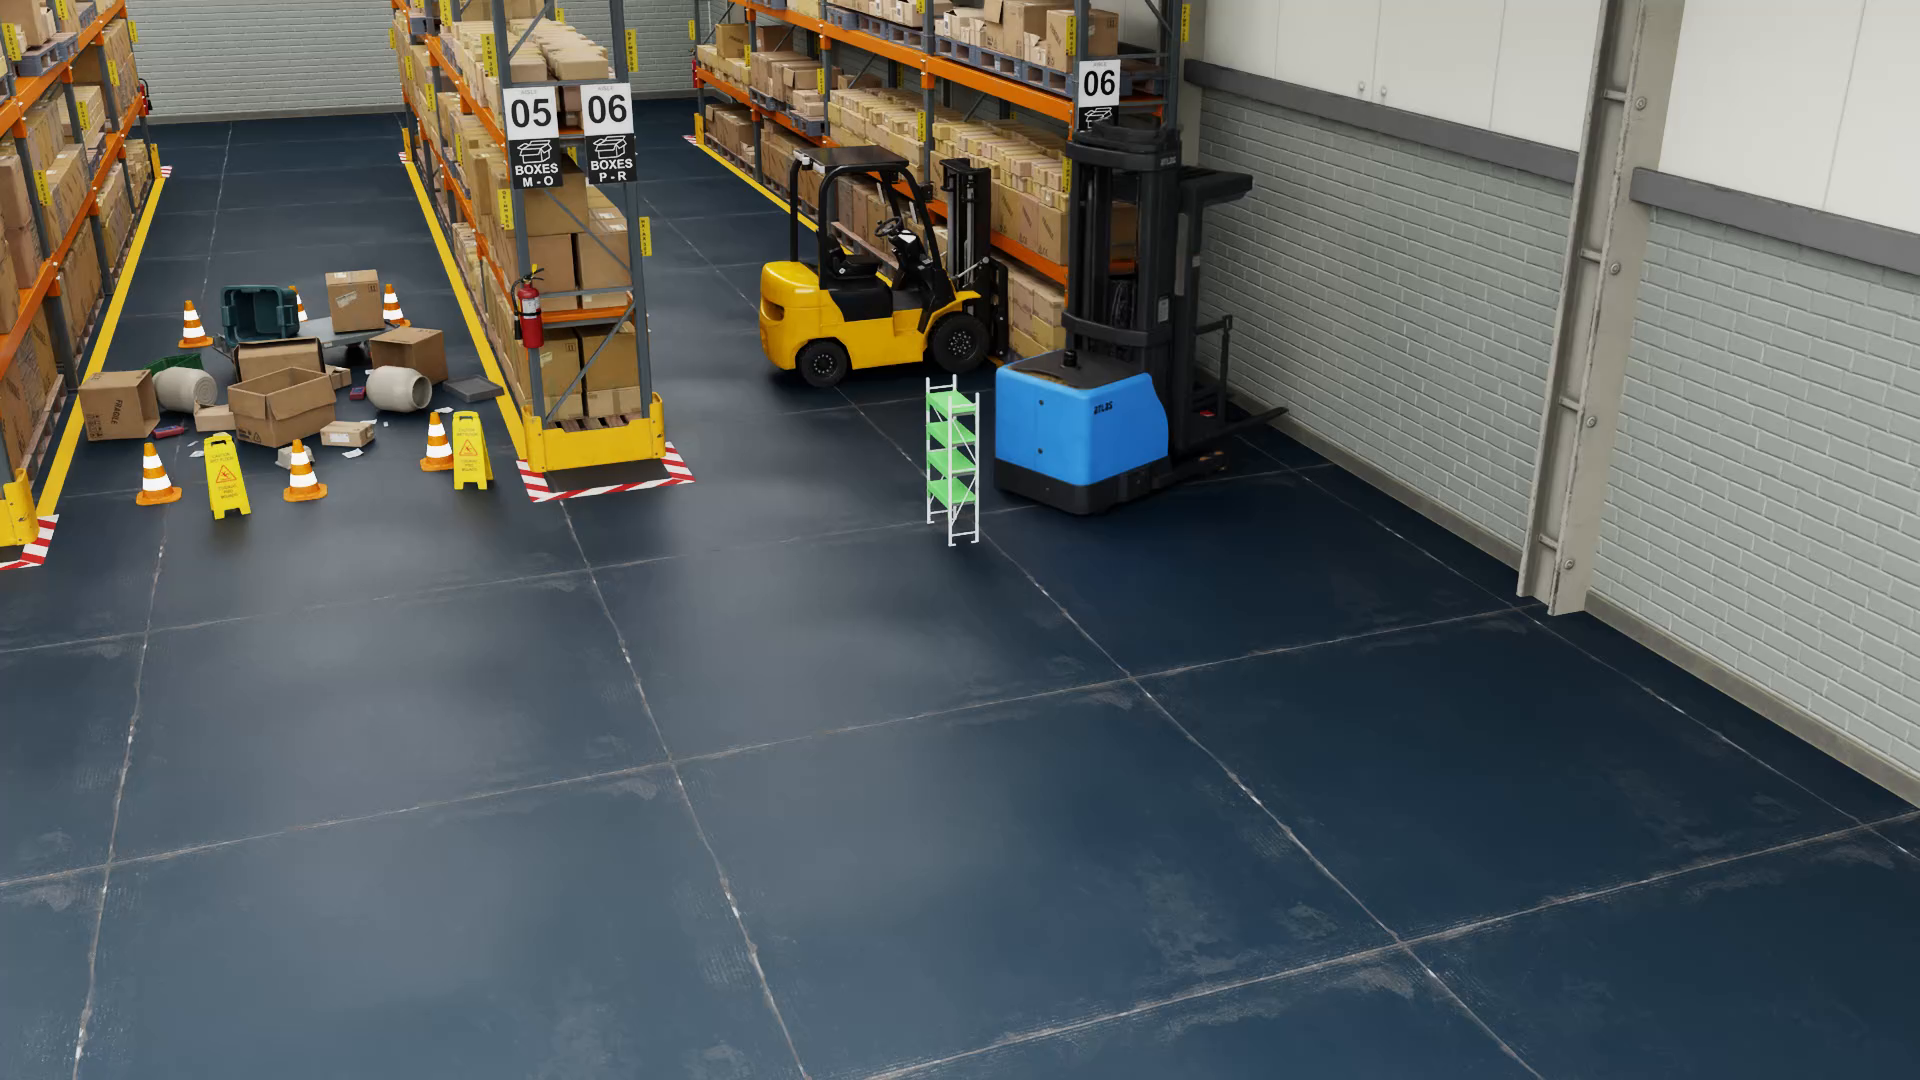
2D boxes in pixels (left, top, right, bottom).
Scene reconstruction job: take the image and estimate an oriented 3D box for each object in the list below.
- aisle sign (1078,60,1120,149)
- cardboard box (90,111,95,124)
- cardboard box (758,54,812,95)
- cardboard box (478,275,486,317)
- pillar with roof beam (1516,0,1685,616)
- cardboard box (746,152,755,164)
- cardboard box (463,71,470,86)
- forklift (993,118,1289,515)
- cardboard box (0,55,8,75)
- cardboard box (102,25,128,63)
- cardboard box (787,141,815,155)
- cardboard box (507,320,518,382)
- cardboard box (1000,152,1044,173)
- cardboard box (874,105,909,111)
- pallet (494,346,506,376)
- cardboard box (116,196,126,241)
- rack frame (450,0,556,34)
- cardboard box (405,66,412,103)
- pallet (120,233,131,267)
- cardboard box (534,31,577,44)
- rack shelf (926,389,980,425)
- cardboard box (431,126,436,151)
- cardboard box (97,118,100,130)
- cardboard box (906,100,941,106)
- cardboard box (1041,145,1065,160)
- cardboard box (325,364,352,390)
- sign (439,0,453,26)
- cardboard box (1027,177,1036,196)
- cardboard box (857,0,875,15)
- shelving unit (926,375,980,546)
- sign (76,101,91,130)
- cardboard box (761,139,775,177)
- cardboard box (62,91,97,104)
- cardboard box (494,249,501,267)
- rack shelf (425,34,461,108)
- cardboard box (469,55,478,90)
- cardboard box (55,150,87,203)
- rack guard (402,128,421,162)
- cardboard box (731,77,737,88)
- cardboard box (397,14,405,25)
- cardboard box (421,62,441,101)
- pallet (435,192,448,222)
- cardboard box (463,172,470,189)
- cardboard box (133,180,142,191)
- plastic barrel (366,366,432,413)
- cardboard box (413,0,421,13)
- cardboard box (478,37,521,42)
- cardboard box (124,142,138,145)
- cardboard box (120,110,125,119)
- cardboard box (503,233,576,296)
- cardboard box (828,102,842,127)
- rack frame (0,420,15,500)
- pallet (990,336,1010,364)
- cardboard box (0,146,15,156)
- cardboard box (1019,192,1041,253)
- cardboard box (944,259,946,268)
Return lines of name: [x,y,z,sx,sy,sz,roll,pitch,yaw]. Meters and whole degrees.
aisle sign: [1.240,-3.882,14.875,0.394,0.787,0.004,-8,24,-19]
cardboard box: [-11.190,-5.329,21.055,0.380,0.149,0.250,-8,24,-19]
cardboard box: [-2.603,-6.953,24.840,0.700,0.500,0.500,-8,24,-18]
cardboard box: [-4.751,-2.692,18.242,0.950,0.372,0.625,-8,24,-18]
pillar with roof beam: [0.181,-3.119,8.687,9.100,9.000,0.400,-8,24,-19]
cardboard box: [-3.219,-6.150,26.734,0.380,0.149,0.250,-9,25,-21]
cardboard box: [-4.645,-4.536,16.234,0.380,0.149,0.250,-8,24,-19]
forklift: [1.682,-2.023,13.900,3.031,2.935,1.130,-21,30,-40]
cardboard box: [-8.731,-4.221,14.818,0.380,0.149,0.250,-8,24,-19]
cardboard box: [-12.632,-7.304,24.541,0.500,0.500,0.500,-7,24,-16]
cardboard box: [-2.349,-5.816,24.654,0.380,0.149,0.250,-7,24,-17]
cardboard box: [-3.865,-1.782,15.274,0.500,0.500,0.500,-7,24,-17]
cardboard box: [0.624,-3.782,16.637,0.380,0.149,0.250,-8,24,-18]
cardboard box: [-0.849,-5.295,20.611,0.380,0.149,0.250,-8,24,-19]
pallet: [-4.293,-1.995,17.335,1.003,0.211,1.213,-8,24,-19]
cardboard box: [-11.129,-4.144,21.521,0.500,0.500,0.500,-9,24,-20]
rack frame: [-4.563,-6.284,16.196,1.000,3.000,0.127,-8,24,-19]
cardboard box: [-8.171,-6.972,25.426,0.500,0.500,0.500,-9,24,-20]
pallet: [-11.273,-3.699,21.377,1.003,0.211,1.213,-8,24,-19]
cardboard box: [-3.726,-4.606,15.374,0.380,0.149,0.250,-8,24,-18]
rack shelf: [-0.059,-0.996,12.622,0.258,0.148,0.480,-8,24,-19]
cardboard box: [-6.593,-5.235,21.626,0.500,0.250,0.500,-8,24,-18]
cardboard box: [-11.392,-5.395,21.593,0.380,0.149,0.250,-10,25,-22]
cardboard box: [-0.461,-5.463,21.009,0.380,0.149,0.250,-9,24,-20]
cardboard box: [1.054,-3.948,17.031,0.380,0.149,0.250,-8,24,-19]
cardboard box: [-6.283,-1.669,16.491,0.396,0.266,0.258,12,26,27]
sign: [-5.081,-5.244,16.418,0.100,0.325,0.005,-8,24,-19]
cardboard box: [0.878,-3.464,16.266,0.380,0.149,0.250,-9,24,-19]
cardboard box: [-0.947,-6.657,20.144,0.500,0.500,0.500,-8,24,-18]
shelving unit: [-0.059,-0.613,12.783,0.258,1.200,0.503,-8,24,-19]
sign: [-10.054,-4.868,19.070,0.100,0.325,0.005,-8,24,-19]
cardboard box: [-2.787,-5.943,25.791,0.500,0.500,0.500,-7,24,-17]
cardboard box: [-11.475,-5.751,21.674,0.380,0.149,0.250,-9,25,-21]
cardboard box: [-4.194,-2.691,15.720,0.380,0.149,0.250,-8,24,-19]
rack shelf: [-5.270,-5.297,18.643,1.077,0.370,4.000,-8,24,-19]
cardboard box: [-4.128,-4.219,14.970,0.500,0.250,0.500,-8,24,-18]
cardboard box: [-9.986,-3.995,18.360,0.500,0.500,0.500,-8,24,-19]
rack guard: [-8.811,-6.736,28.213,1.175,0.500,0.348,-8,24,-19]
cardboard box: [-3.507,-7.445,26.998,0.380,0.149,0.250,-9,24,-20]
cardboard box: [-8.683,-8.229,26.285,0.380,0.149,0.250,-9,25,-21]
cardboard box: [-6.762,-5.998,21.827,0.500,0.500,0.500,-8,24,-19]
pallet: [-7.046,-4.871,24.159,1.003,0.211,1.213,-8,24,-19]
cardboard box: [-5.205,-3.933,18.126,0.380,0.149,0.250,-9,24,-20]
cardboard box: [-12.309,-5.232,24.555,0.380,0.149,0.250,-9,24,-20]
plastic barrel: [-5.296,-1.421,15.701,0.512,0.421,0.421,8,24,18]
cardboard box: [-6.504,-6.928,20.918,0.700,0.500,0.500,-10,25,-22]
cardboard box: [-4.131,-4.440,14.982,0.380,0.149,0.250,-8,24,-18]
cardboard box: [-12.939,-6.061,25.755,0.380,0.149,0.250,-8,24,-18]
cardboard box: [-12.201,-6.116,23.845,0.380,0.149,0.250,-8,24,-18]
cardboard box: [-3.600,-2.408,14.214,0.500,0.500,0.500,-9,24,-20]
cardboard box: [-1.429,-5.618,21.891,0.500,0.250,0.500,-8,24,-19]
rack frame: [-7.745,-1.350,12.215,1.000,3.000,0.127,-8,24,-19]
pallet: [0.756,-2.178,17.769,1.003,0.211,1.213,-8,24,-19]
cardboard box: [-9.060,-3.231,15.095,0.875,0.550,0.550,-8,24,-19]
cardboard box: [0.898,-3.127,16.302,0.500,0.500,0.500,-8,24,-17]
cardboard box: [0.141,-2.958,18.385,0.500,0.250,0.500,-8,24,-19]
